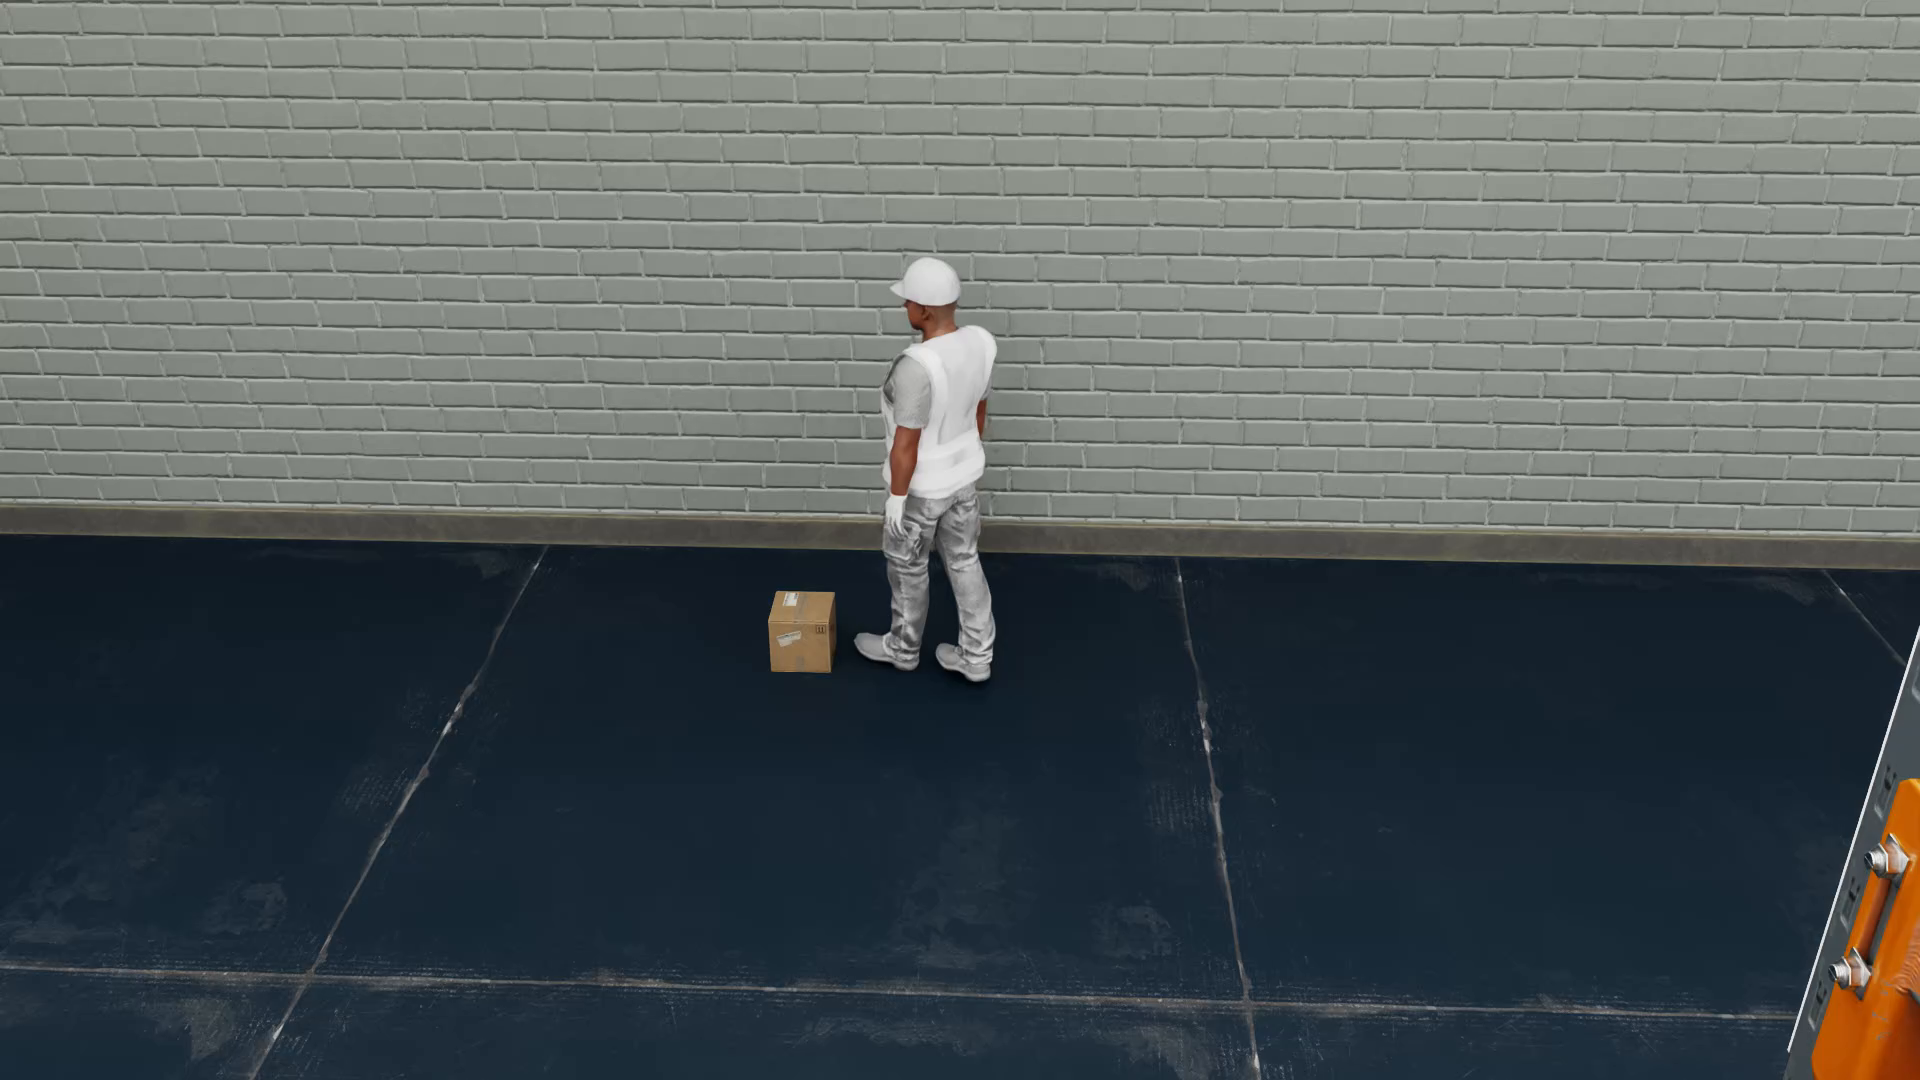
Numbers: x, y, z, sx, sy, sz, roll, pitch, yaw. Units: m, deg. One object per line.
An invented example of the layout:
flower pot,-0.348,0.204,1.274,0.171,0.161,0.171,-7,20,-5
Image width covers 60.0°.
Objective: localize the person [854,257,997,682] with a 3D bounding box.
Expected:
person,-0.161,-0.259,6.579,0.612,1.787,0.574,21,34,34
